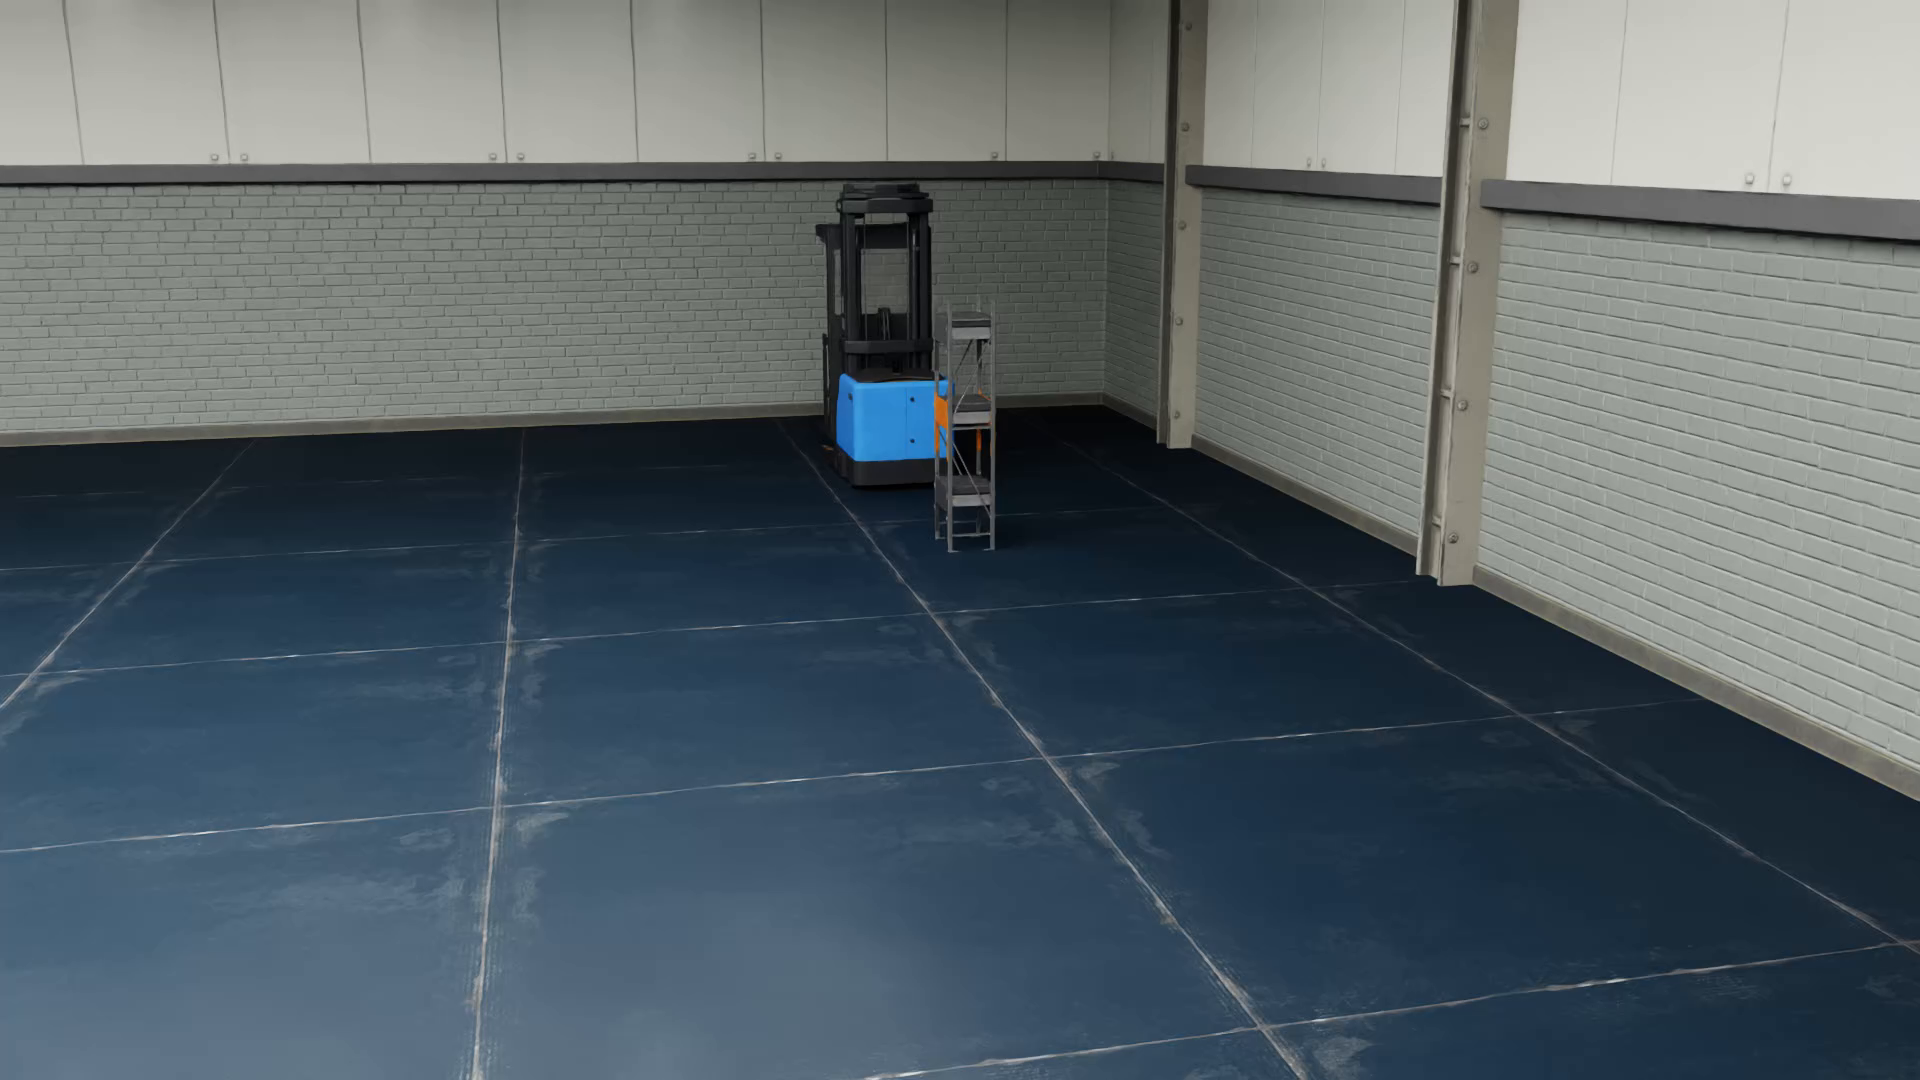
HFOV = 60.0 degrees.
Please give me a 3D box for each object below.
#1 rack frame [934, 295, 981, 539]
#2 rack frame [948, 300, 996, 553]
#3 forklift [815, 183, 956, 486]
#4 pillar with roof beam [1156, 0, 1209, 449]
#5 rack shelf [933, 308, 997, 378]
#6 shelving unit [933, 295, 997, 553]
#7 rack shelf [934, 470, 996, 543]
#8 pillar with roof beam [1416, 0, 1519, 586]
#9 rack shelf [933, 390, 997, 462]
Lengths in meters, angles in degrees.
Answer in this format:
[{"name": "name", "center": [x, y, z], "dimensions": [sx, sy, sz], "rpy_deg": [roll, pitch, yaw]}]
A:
[{"name": "rack frame", "center": [-0.018, -1.038, 14.252], "dimensions": [0.400, 2.100, 0.015], "rpy_deg": [-3, 14, -13]}, {"name": "rack frame", "center": [0.096, -0.926, 13.791], "dimensions": [0.400, 2.100, 0.015], "rpy_deg": [-3, 14, -13]}, {"name": "forklift", "center": [-0.894, -2.259, 17.497], "dimensions": [1.130, 2.935, 3.031], "rpy_deg": [-3, 14, -14]}, {"name": "pillar with roof beam", "center": [-1.749, -5.210, 16.790], "dimensions": [9.100, 9.000, 0.400], "rpy_deg": [-3, 14, -13]}, {"name": "rack shelf", "center": [0.039, -1.649, 13.859], "dimensions": [0.431, 0.518, 0.480], "rpy_deg": [-3, 14, -13]}, {"name": "shelving unit", "center": [0.039, -0.982, 14.022], "dimensions": [0.431, 2.100, 0.503], "rpy_deg": [-3, 14, -13]}, {"name": "rack shelf", "center": [0.039, -0.289, 14.191], "dimensions": [0.431, 0.518, 0.480], "rpy_deg": [-3, 14, -13]}, {"name": "pillar with roof beam", "center": [-0.340, -3.825, 11.124], "dimensions": [9.100, 9.000, 0.400], "rpy_deg": [-3, 14, -13]}, {"name": "rack shelf", "center": [0.039, -0.969, 14.025], "dimensions": [0.431, 0.518, 0.480], "rpy_deg": [-3, 14, -13]}]
